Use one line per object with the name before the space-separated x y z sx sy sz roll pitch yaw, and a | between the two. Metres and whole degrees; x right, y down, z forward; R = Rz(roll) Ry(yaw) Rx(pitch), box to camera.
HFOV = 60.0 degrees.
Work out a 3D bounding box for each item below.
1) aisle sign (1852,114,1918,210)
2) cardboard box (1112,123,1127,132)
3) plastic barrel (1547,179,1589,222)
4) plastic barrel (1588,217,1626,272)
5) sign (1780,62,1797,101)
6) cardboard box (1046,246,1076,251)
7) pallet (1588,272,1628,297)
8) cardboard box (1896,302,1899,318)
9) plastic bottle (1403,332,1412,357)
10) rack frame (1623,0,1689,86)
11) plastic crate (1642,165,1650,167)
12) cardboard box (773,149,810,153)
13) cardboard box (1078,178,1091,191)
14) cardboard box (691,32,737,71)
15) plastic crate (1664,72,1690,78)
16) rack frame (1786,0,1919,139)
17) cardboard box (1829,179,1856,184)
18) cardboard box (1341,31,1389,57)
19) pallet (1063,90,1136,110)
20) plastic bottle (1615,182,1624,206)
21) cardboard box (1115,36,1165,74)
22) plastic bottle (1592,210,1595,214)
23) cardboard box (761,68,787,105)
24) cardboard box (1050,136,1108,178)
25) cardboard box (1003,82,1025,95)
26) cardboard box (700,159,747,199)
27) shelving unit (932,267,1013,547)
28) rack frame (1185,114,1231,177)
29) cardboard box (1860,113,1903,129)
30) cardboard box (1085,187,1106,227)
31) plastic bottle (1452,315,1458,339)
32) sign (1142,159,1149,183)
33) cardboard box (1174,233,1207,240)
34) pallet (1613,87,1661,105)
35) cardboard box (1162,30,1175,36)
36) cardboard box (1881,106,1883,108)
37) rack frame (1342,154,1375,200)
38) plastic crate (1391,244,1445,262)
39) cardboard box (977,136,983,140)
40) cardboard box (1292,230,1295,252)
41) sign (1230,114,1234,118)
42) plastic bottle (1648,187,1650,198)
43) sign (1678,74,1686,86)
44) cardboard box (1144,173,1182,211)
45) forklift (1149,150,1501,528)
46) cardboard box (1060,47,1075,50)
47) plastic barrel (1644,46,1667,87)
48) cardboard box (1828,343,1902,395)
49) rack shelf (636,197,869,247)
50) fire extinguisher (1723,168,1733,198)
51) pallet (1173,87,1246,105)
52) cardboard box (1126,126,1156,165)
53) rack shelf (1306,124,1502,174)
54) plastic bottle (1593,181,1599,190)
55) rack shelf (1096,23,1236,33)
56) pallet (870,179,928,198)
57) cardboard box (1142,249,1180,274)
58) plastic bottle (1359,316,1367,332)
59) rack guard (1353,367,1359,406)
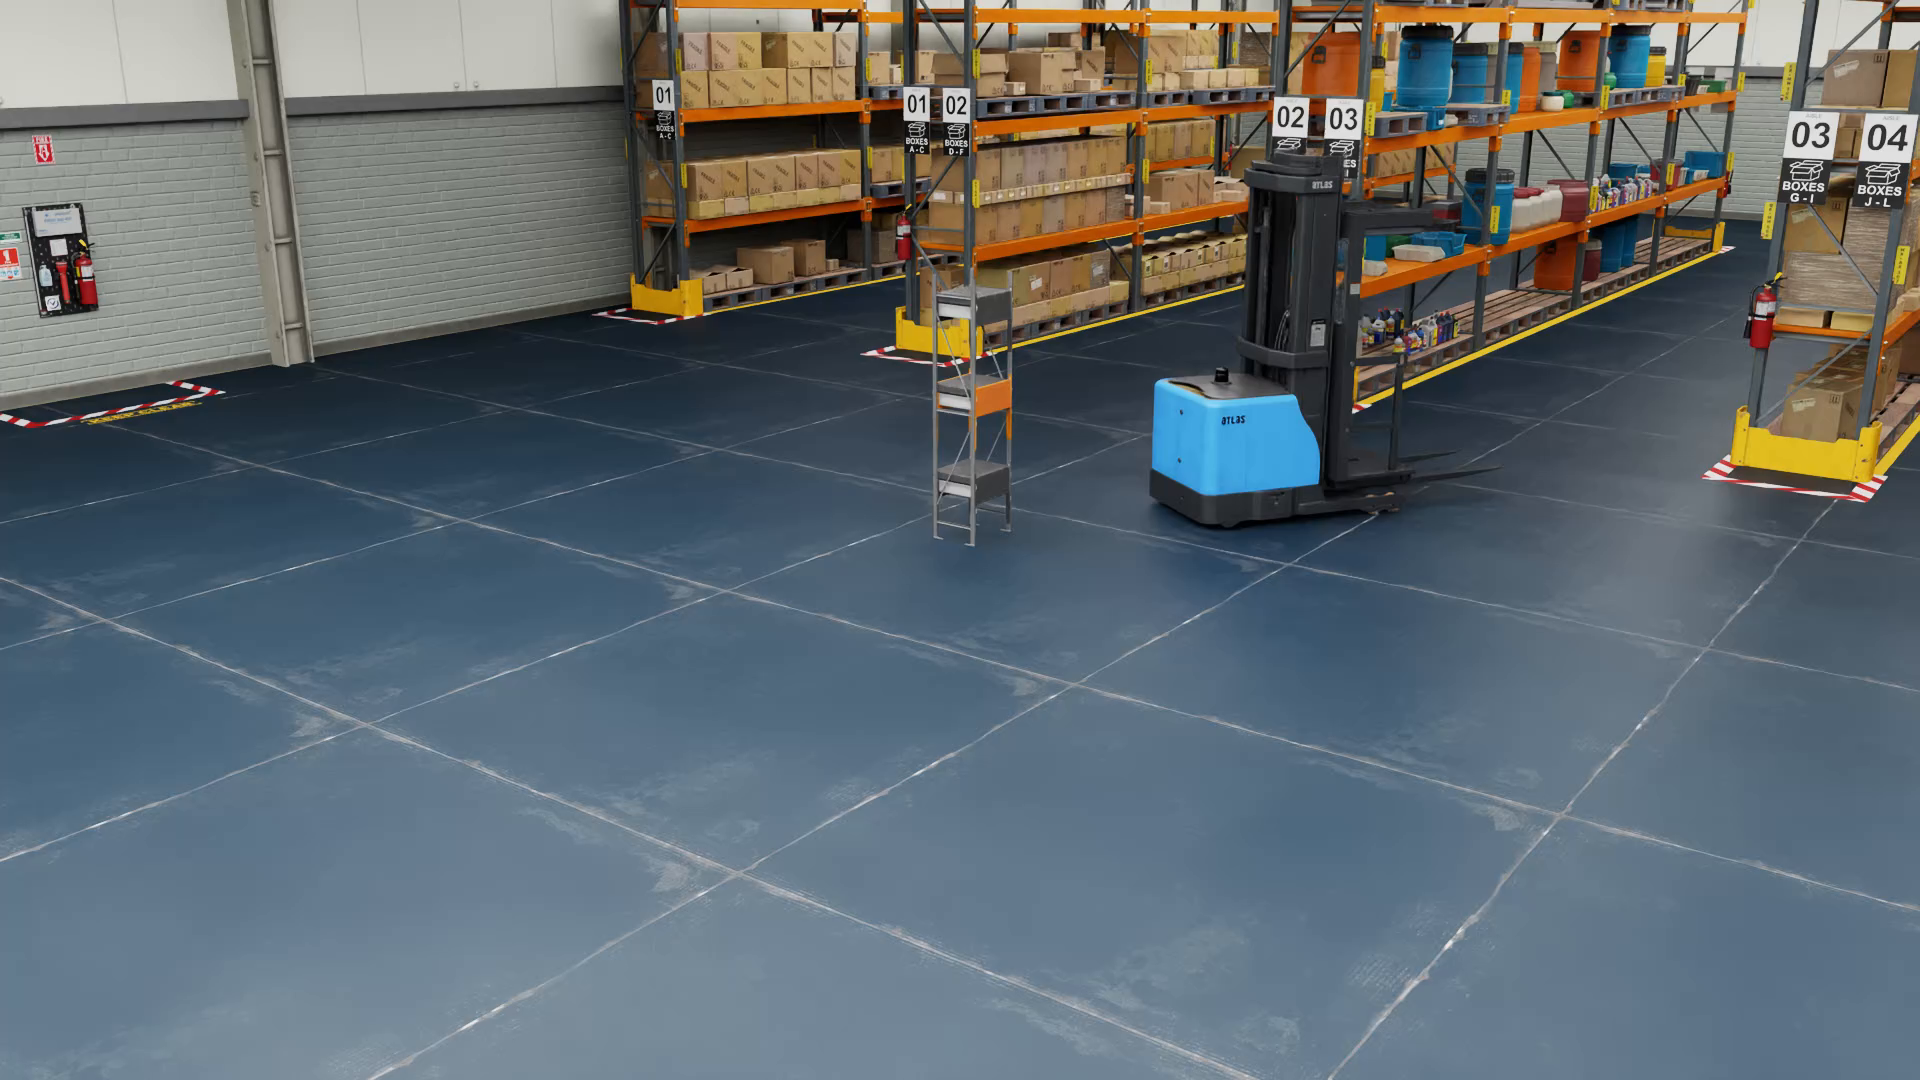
aisle sign | 7.908 -3.237 14.225 0.394 0.787 0.004 12 21 35
cardboard box | 2.847 -7.948 31.811 0.500 0.250 0.500 13 22 36
plastic barrel | 8.459 -4.744 23.234 0.600 0.536 0.708 12 21 35
plastic barrel | 10.116 -4.699 26.149 0.600 0.901 0.708 12 21 35
sign | 7.270 -4.021 14.584 0.100 0.325 0.005 12 21 35
cardboard box | 1.314 -3.837 23.205 0.500 0.500 0.500 12 21 35
pallet | 9.656 -3.996 25.756 1.003 0.211 1.213 12 21 35
cardboard box | 8.523 -2.145 15.516 0.380 0.149 0.250 12 21 35
plastic bottle | 5.206 -2.278 19.361 0.061 0.283 0.133 13 21 36
rack frame | 10.876 -8.661 25.961 1.000 3.000 0.127 12 21 35
plastic crate | 12.063 -6.383 28.923 0.416 0.233 0.300 12 21 35
cardboard box | -2.606 -5.740 25.624 0.500 0.500 0.500 12 21 34
cardboard box | 1.536 -4.780 22.315 0.380 0.149 0.250 12 21 34
cardboard box | -3.466 -6.815 23.187 0.500 0.500 0.500 12 21 34
plastic crate | 12.128 -7.836 28.467 0.504 0.338 0.767 12 21 35
rack frame | 7.704 -4.928 13.939 1.000 3.000 0.127 12 21 35
cardboard box | 8.731 -3.261 16.331 0.500 0.500 0.500 12 21 35
cardboard box | 7.159 -8.753 29.459 0.700 0.500 0.500 12 21 35
pallet | 1.646 -5.949 22.436 1.003 0.211 1.213 12 21 35
plastic bottle | 9.935 -5.233 25.122 0.144 0.351 0.185 12 21 35
cardboard box | 2.533 -6.826 23.391 0.500 0.500 0.500 13 21 35
plastic bottle | 9.159 -4.840 24.108 0.097 0.201 0.097 0 17 0
cardboard box | -2.874 -6.591 24.151 0.500 0.500 0.500 14 22 38
cardboard box | 1.574 -5.207 22.597 0.700 0.500 0.500 12 21 35
cardboard box | 0.593 -5.643 20.780 0.380 0.149 0.250 12 21 35
cardboard box | -3.402 -5.161 23.761 0.500 0.500 0.500 12 21 35
shelving unit | 0.099 -1.042 13.059 0.431 2.100 0.503 12 21 35
rack frame | 5.303 -8.499 35.556 1.000 3.000 0.127 12 21 35
cardboard box | 8.053 -3.639 14.426 0.380 0.149 0.250 12 21 34
cardboard box | 1.565 -4.581 22.769 0.700 0.500 0.500 12 21 34
plastic bottle | 6.088 -2.631 20.496 0.061 0.283 0.133 14 22 37
sign | 2.580 -5.120 23.081 0.100 0.325 0.005 12 21 35
cardboard box | 3.663 -4.675 26.224 0.500 0.311 0.500 12 21 33
pallet | 9.814 -6.664 24.905 1.003 0.211 1.213 12 21 35
cardboard box | 3.871 -9.758 32.662 0.500 0.500 0.500 12 21 34
cardboard box | 8.600 -4.101 15.915 0.380 0.149 0.250 11 20 32
rack frame | 6.900 -6.672 29.672 1.000 3.000 0.127 12 21 35
plastic crate | 5.345 -3.333 19.364 0.530 0.136 0.437 12 21 35
cardboard box | 0.175 -6.995 28.707 0.380 0.149 0.250 9 19 26
cardboard box | 5.325 -4.920 27.501 0.500 0.500 0.500 12 21 33
sign | 5.730 -9.066 35.030 0.100 0.325 0.005 12 21 35
plastic bottle | 10.854 -5.518 26.289 0.097 0.201 0.097 0 17 0
sign | 11.317 -7.135 26.090 0.100 0.325 0.005 12 21 35
cardboard box | 2.918 -5.120 24.505 0.500 0.500 0.500 14 22 39
forklift | 3.193 -1.751 13.941 3.031 2.935 1.130 -6 18 -20
cardboard box | 1.677 -8.795 30.539 0.700 0.500 0.500 12 21 35
plastic barrel | 10.495 -7.266 25.500 0.600 0.588 0.600 0 17 0
cardboard box | 9.481 -1.796 17.477 0.500 0.500 0.500 -12 21 -33
rack shelf | -3.039 -4.821 24.925 1.077 0.370 4.000 12 21 35
fire extinguisher | 13.714 -6.489 29.842 0.296 0.674 0.183 12 21 35
pallet | 3.520 -6.618 24.757 1.003 0.211 1.213 14 22 37
cardboard box | 3.256 -7.816 32.850 0.980 0.700 0.700 13 21 36
rack shelf | 4.918 -4.503 18.843 1.077 0.370 4.000 12 21 35
plastic bottle | 9.865 -5.447 25.934 0.152 0.276 0.135 12 21 35
rack shelf | 4.111 -10.354 33.298 1.077 0.370 4.000 12 21 35
pallet | -1.275 -5.706 26.884 1.003 0.211 1.213 12 21 35
cardboard box | 2.882 -4.095 24.355 0.500 0.311 0.500 12 21 34
plastic bottle | 4.818 -2.526 20.046 0.144 0.351 0.185 13 22 37
rack guard | 3.733 -1.771 18.103 1.175 0.500 0.348 12 21 35
